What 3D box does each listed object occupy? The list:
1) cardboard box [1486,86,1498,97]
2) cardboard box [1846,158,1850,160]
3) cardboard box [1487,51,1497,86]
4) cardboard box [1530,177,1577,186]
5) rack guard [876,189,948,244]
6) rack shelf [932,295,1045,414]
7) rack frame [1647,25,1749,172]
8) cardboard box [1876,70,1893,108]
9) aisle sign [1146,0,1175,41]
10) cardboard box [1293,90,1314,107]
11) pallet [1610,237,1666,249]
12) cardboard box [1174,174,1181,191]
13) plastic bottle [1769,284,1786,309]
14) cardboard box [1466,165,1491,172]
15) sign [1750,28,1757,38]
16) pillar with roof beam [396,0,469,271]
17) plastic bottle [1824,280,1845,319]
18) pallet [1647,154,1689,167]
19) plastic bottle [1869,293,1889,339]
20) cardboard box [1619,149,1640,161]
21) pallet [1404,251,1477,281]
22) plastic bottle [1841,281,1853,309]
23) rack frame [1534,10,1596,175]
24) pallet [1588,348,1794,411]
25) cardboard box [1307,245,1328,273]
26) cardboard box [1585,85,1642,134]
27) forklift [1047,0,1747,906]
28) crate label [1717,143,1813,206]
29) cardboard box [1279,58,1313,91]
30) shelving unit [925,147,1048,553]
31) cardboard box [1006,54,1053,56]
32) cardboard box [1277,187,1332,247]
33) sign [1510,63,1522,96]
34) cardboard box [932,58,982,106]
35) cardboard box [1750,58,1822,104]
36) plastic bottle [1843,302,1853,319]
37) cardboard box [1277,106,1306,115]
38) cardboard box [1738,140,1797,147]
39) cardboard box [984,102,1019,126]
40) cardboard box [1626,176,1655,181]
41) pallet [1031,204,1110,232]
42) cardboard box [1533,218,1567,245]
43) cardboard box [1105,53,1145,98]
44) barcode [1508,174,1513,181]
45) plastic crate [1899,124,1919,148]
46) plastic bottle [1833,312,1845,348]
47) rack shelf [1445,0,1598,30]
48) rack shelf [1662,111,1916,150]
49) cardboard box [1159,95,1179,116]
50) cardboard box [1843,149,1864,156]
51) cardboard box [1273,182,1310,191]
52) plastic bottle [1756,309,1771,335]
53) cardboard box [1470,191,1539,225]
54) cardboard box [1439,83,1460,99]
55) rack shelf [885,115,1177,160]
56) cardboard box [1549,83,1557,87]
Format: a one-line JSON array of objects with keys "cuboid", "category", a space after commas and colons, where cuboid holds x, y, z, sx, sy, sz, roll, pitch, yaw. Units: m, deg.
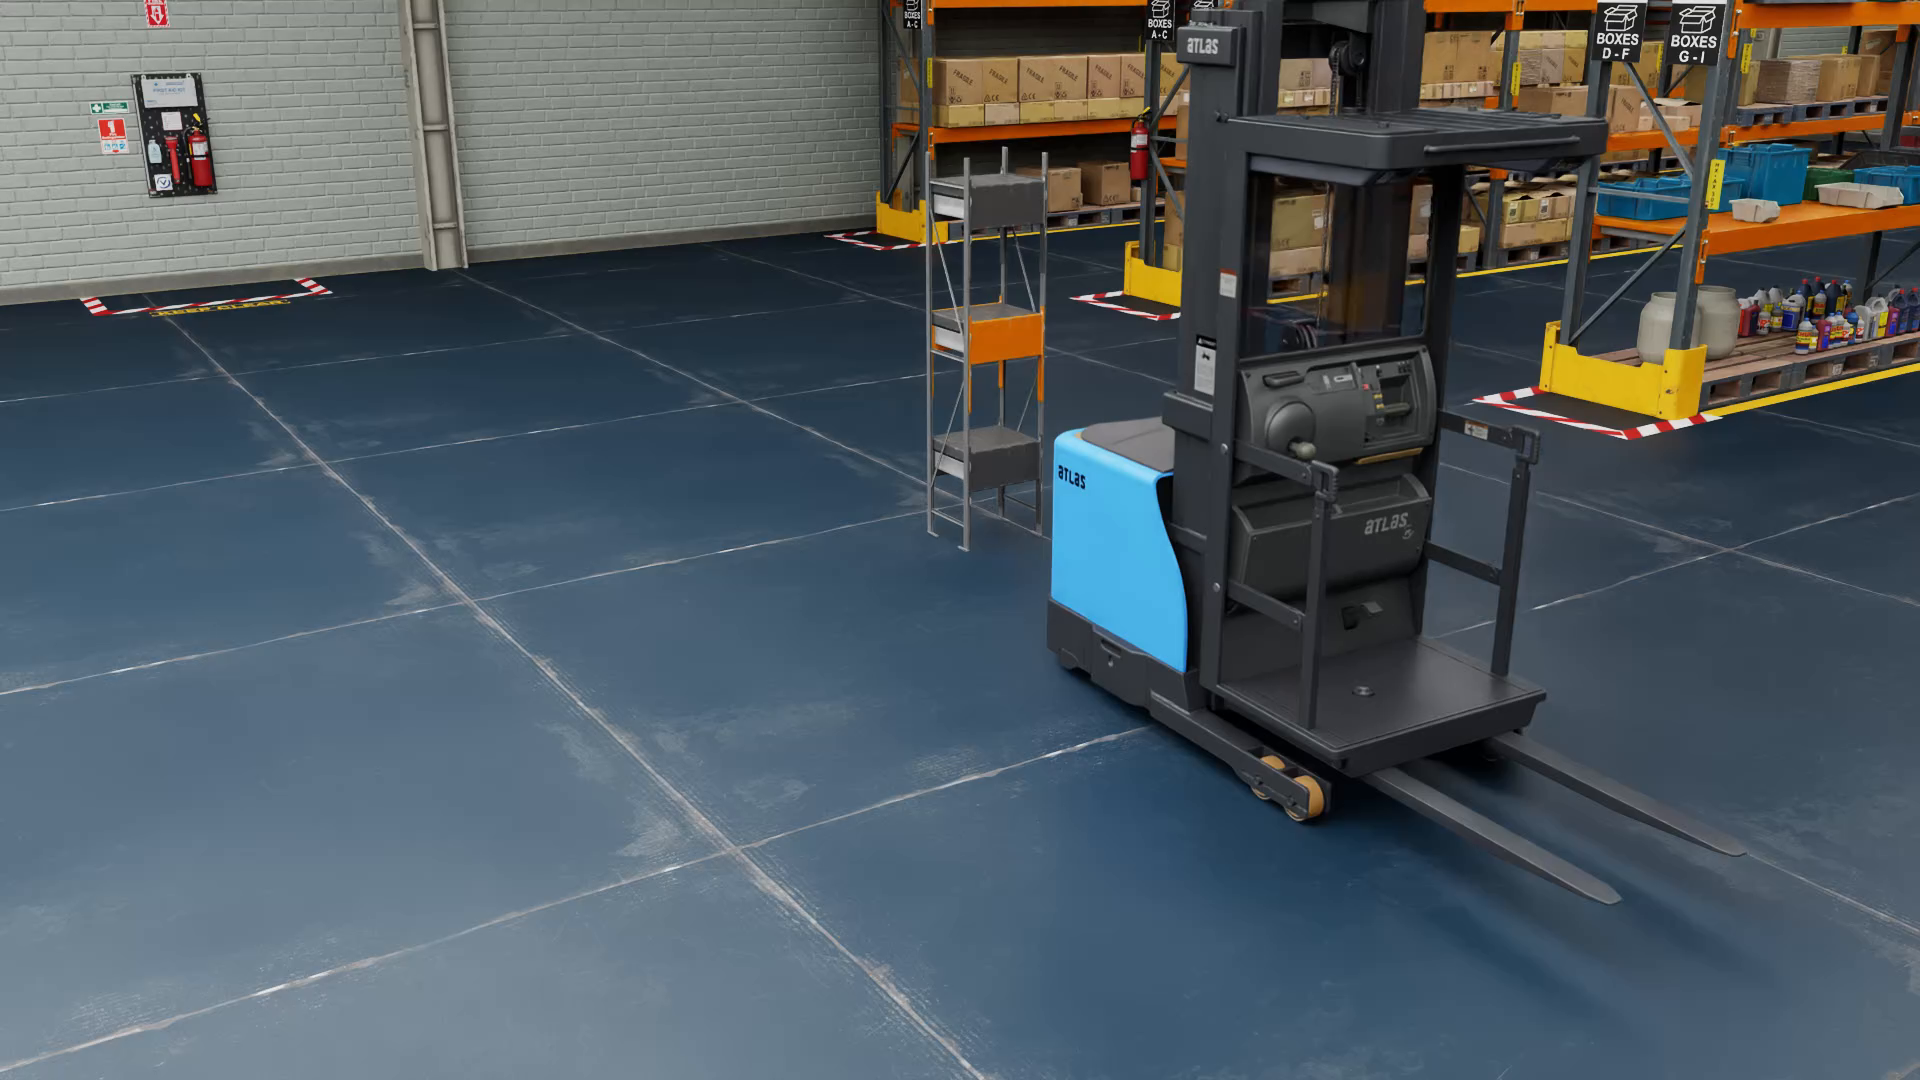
[{"cuboid": [7.712, -6.638, 24.557, 0.250, 0.149, 0.380, -12, 22, -31], "category": "cardboard box"}, {"cuboid": [11.849, -4.719, 21.737, 0.500, 0.500, 0.500, -12, 22, -32], "category": "cardboard box"}, {"cuboid": [7.439, -6.870, 24.231, 0.500, 0.500, 0.500, -12, 22, -32], "category": "cardboard box"}, {"cuboid": [6.873, -4.028, 19.237, 0.500, 0.311, 0.500, -12, 22, -32], "category": "cardboard box"}, {"cuboid": [-0.583, -3.898, 19.996, 0.348, 0.500, 1.175, -12, 22, -31], "category": "rack guard"}, {"cuboid": [0.138, -1.011, 8.999, 0.480, 0.518, 0.431, -12, 22, -31], "category": "rack shelf"}, {"cuboid": [8.763, -5.154, 19.806, 0.127, 3.000, 1.000, -12, 22, -31], "category": "rack frame"}, {"cuboid": [12.380, -6.063, 22.338, 0.500, 0.500, 0.500, -11, 22, -31], "category": "cardboard box"}, {"cuboid": [1.865, -5.043, 15.420, 0.004, 0.787, 0.394, -12, 22, -31], "category": "aisle sign"}, {"cuboid": [3.167, -4.246, 15.951, 0.250, 0.149, 0.380, -12, 22, -32], "category": "cardboard box"}, {"cuboid": [8.054, -3.698, 19.855, 1.213, 0.211, 1.003, -12, 22, -31], "category": "pallet"}, {"cuboid": [3.300, -4.932, 22.366, 0.500, 0.500, 0.700, -11, 22, -30], "category": "cardboard box"}, {"cuboid": [6.728, -1.938, 13.743, 0.185, 0.351, 0.144, -12, 22, -32], "category": "plastic bottle"}, {"cuboid": [7.456, -5.906, 24.732, 0.750, 0.750, 0.750, -12, 22, -32], "category": "cardboard box"}, {"cuboid": [13.003, -8.401, 27.232, 0.005, 0.325, 0.100, -12, 22, -31], "category": "sign"}, {"cuboid": [-3.181, -6.058, 13.112, 0.400, 9.000, 9.100, -12, 22, -31], "category": "pillar with roof beam"}, {"cuboid": [7.320, -2.008, 13.949, 0.185, 0.351, 0.144, -12, 22, -31], "category": "plastic bottle"}, {"cuboid": [12.092, -6.405, 27.860, 1.213, 0.211, 1.003, -12, 22, -31], "category": "pallet"}, {"cuboid": [7.334, -1.796, 13.323, 0.185, 0.351, 0.144, -12, 22, -32], "category": "plastic bottle"}, {"cuboid": [10.478, -6.390, 26.709, 0.500, 0.500, 0.700, -12, 22, -32], "category": "cardboard box"}, {"cuboid": [4.735, -3.000, 17.788, 1.213, 0.211, 1.003, -12, 22, -31], "category": "pallet"}, {"cuboid": [7.636, -2.101, 14.349, 0.097, 0.271, 0.097, 0, 19, 0], "category": "plastic bottle"}, {"cuboid": [9.376, -7.183, 25.808, 0.127, 3.000, 1.000, -12, 22, -31], "category": "rack frame"}, {"cuboid": [5.521, -1.266, 12.660, 1.213, 0.211, 1.003, -12, 22, -31], "category": "pallet"}, {"cuboid": [3.485, -2.853, 16.638, 0.500, 0.250, 0.500, -12, 22, -31], "category": "cardboard box"}, {"cuboid": [7.370, -4.901, 18.903, 0.500, 0.500, 0.500, -13, 23, -34], "category": "cardboard box"}, {"cuboid": [1.565, -0.514, 6.189, 1.130, 2.935, 3.031, -10, 21, -28], "category": "forklift"}, {"cuboid": [6.191, -2.833, 12.885, 0.616, 0.435, 0.502, -12, 22, -31], "category": "crate label"}, {"cuboid": [2.959, -4.589, 15.954, 0.500, 0.500, 0.700, -13, 22, -33], "category": "cardboard box"}, {"cuboid": [0.138, -1.024, 8.995, 0.503, 2.100, 0.431, -12, 22, -31], "category": "shelving unit"}, {"cuboid": [0.906, -5.770, 20.660, 0.500, 0.500, 0.500, -12, 22, -31], "category": "cardboard box"}, {"cuboid": [3.478, -3.212, 16.527, 0.500, 0.500, 0.500, -12, 22, -31], "category": "cardboard box"}, {"cuboid": [5.728, -4.749, 17.133, 0.005, 0.325, 0.100, -12, 22, -31], "category": "sign"}, {"cuboid": [-0.082, -5.367, 19.467, 0.500, 0.500, 0.500, -12, 22, -31], "category": "cardboard box"}, {"cuboid": [10.095, -5.651, 20.466, 0.500, 0.500, 0.700, -8, 20, -21], "category": "cardboard box"}, {"cuboid": [7.137, -1.765, 13.337, 0.133, 0.283, 0.061, -12, 22, -31], "category": "plastic bottle"}, {"cuboid": [2.914, -3.965, 16.133, 0.500, 0.500, 0.700, -11, 22, -30], "category": "cardboard box"}, {"cuboid": [10.311, -4.953, 21.258, 0.500, 0.250, 0.500, -12, 22, -32], "category": "cardboard box"}, {"cuboid": [0.362, -5.104, 19.861, 0.500, 0.250, 0.500, -13, 22, -33], "category": "cardboard box"}, {"cuboid": [8.030, -4.065, 19.346, 0.500, 0.311, 0.500, -12, 22, -32], "category": "cardboard box"}, {"cuboid": [1.133, -4.109, 21.069, 1.213, 0.211, 1.003, -12, 22, -31], "category": "pallet"}, {"cuboid": [6.323, -3.440, 18.375, 0.500, 0.250, 0.500, -11, 22, -30], "category": "cardboard box"}, {"cuboid": [2.056, -5.812, 20.785, 0.500, 0.500, 0.500, -12, 22, -32], "category": "cardboard box"}, {"cuboid": [5.864, -3.862, 17.702, 0.075, 0.075, 0.001, -12, 22, -31], "category": "barcode"}, {"cuboid": [8.379, -3.321, 14.286, 0.583, 0.464, 0.402, -12, 22, -31], "category": "plastic crate"}, {"cuboid": [6.858, -1.649, 13.013, 0.097, 0.271, 0.097, 0, 19, 0], "category": "plastic bottle"}, {"cuboid": [7.092, -5.882, 18.399, 4.000, 0.370, 1.077, -12, 22, -31], "category": "rack shelf"}, {"cuboid": [10.433, -5.166, 20.964, 4.000, 0.370, 1.077, -12, 22, -31], "category": "rack shelf"}, {"cuboid": [2.465, -5.548, 21.174, 0.500, 0.250, 0.500, -12, 22, -31], "category": "cardboard box"}, {"cuboid": [12.423, -5.059, 22.742, 0.500, 0.500, 0.500, -12, 22, -31], "category": "cardboard box"}, {"cuboid": [3.192, -3.351, 16.939, 0.500, 0.500, 0.500, -12, 22, -31], "category": "cardboard box"}, {"cuboid": [6.521, -1.774, 13.492, 0.097, 0.201, 0.097, 0, 19, 0], "category": "plastic bottle"}, {"cuboid": [5.904, -3.618, 18.024, 0.500, 0.311, 0.500, -12, 22, -31], "category": "cardboard box"}, {"cuboid": [4.888, -4.609, 17.026, 0.250, 0.149, 0.380, -13, 22, -33], "category": "cardboard box"}, {"cuboid": [1.024, -5.081, 20.713, 4.000, 0.370, 1.077, -12, 22, -31], "category": "rack shelf"}, {"cuboid": [8.810, -6.854, 25.195, 0.250, 0.149, 0.380, -11, 22, -30], "category": "cardboard box"}]
